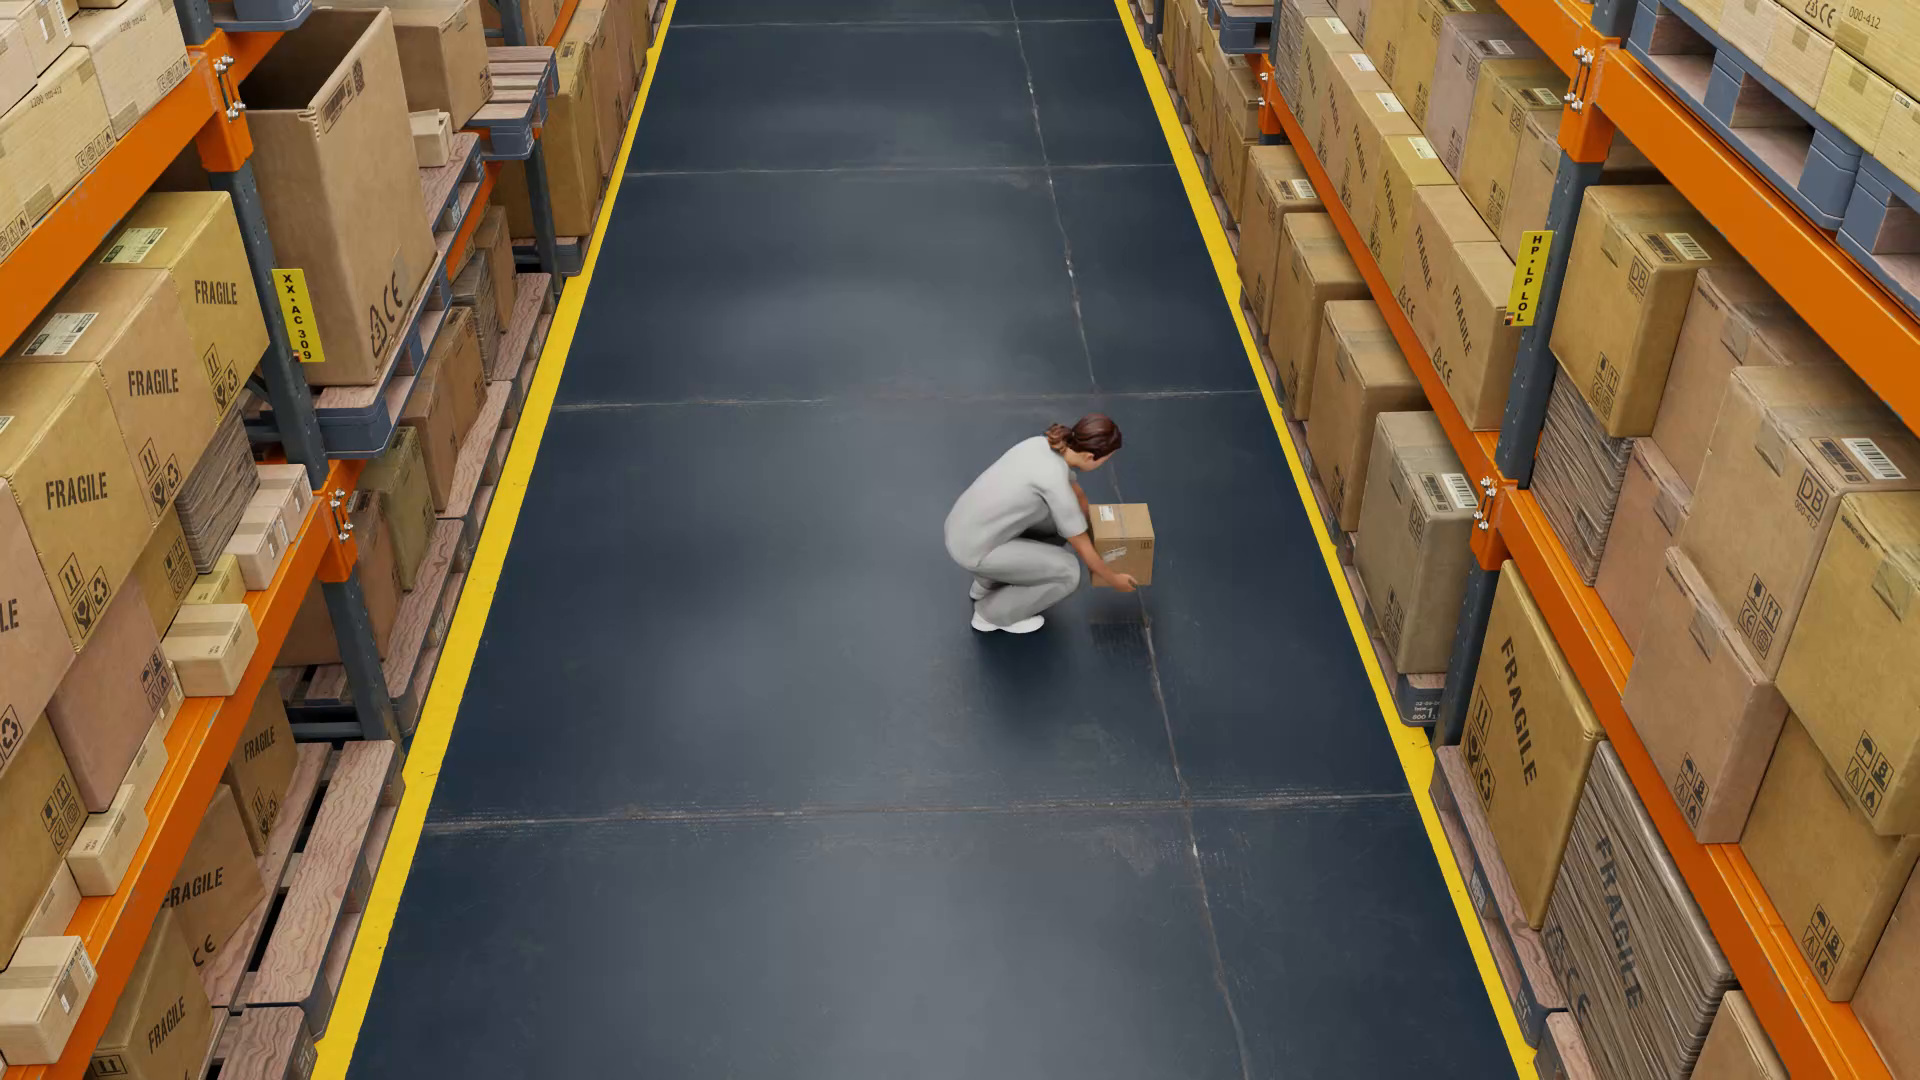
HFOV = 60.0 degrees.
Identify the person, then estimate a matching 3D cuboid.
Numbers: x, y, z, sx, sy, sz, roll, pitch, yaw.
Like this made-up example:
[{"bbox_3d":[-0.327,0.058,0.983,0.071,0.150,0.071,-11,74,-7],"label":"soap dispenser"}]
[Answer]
[{"bbox_3d":[0.339,-0.084,6.919,0.811,0.926,0.484,-1,35,-2],"label":"person"}]
